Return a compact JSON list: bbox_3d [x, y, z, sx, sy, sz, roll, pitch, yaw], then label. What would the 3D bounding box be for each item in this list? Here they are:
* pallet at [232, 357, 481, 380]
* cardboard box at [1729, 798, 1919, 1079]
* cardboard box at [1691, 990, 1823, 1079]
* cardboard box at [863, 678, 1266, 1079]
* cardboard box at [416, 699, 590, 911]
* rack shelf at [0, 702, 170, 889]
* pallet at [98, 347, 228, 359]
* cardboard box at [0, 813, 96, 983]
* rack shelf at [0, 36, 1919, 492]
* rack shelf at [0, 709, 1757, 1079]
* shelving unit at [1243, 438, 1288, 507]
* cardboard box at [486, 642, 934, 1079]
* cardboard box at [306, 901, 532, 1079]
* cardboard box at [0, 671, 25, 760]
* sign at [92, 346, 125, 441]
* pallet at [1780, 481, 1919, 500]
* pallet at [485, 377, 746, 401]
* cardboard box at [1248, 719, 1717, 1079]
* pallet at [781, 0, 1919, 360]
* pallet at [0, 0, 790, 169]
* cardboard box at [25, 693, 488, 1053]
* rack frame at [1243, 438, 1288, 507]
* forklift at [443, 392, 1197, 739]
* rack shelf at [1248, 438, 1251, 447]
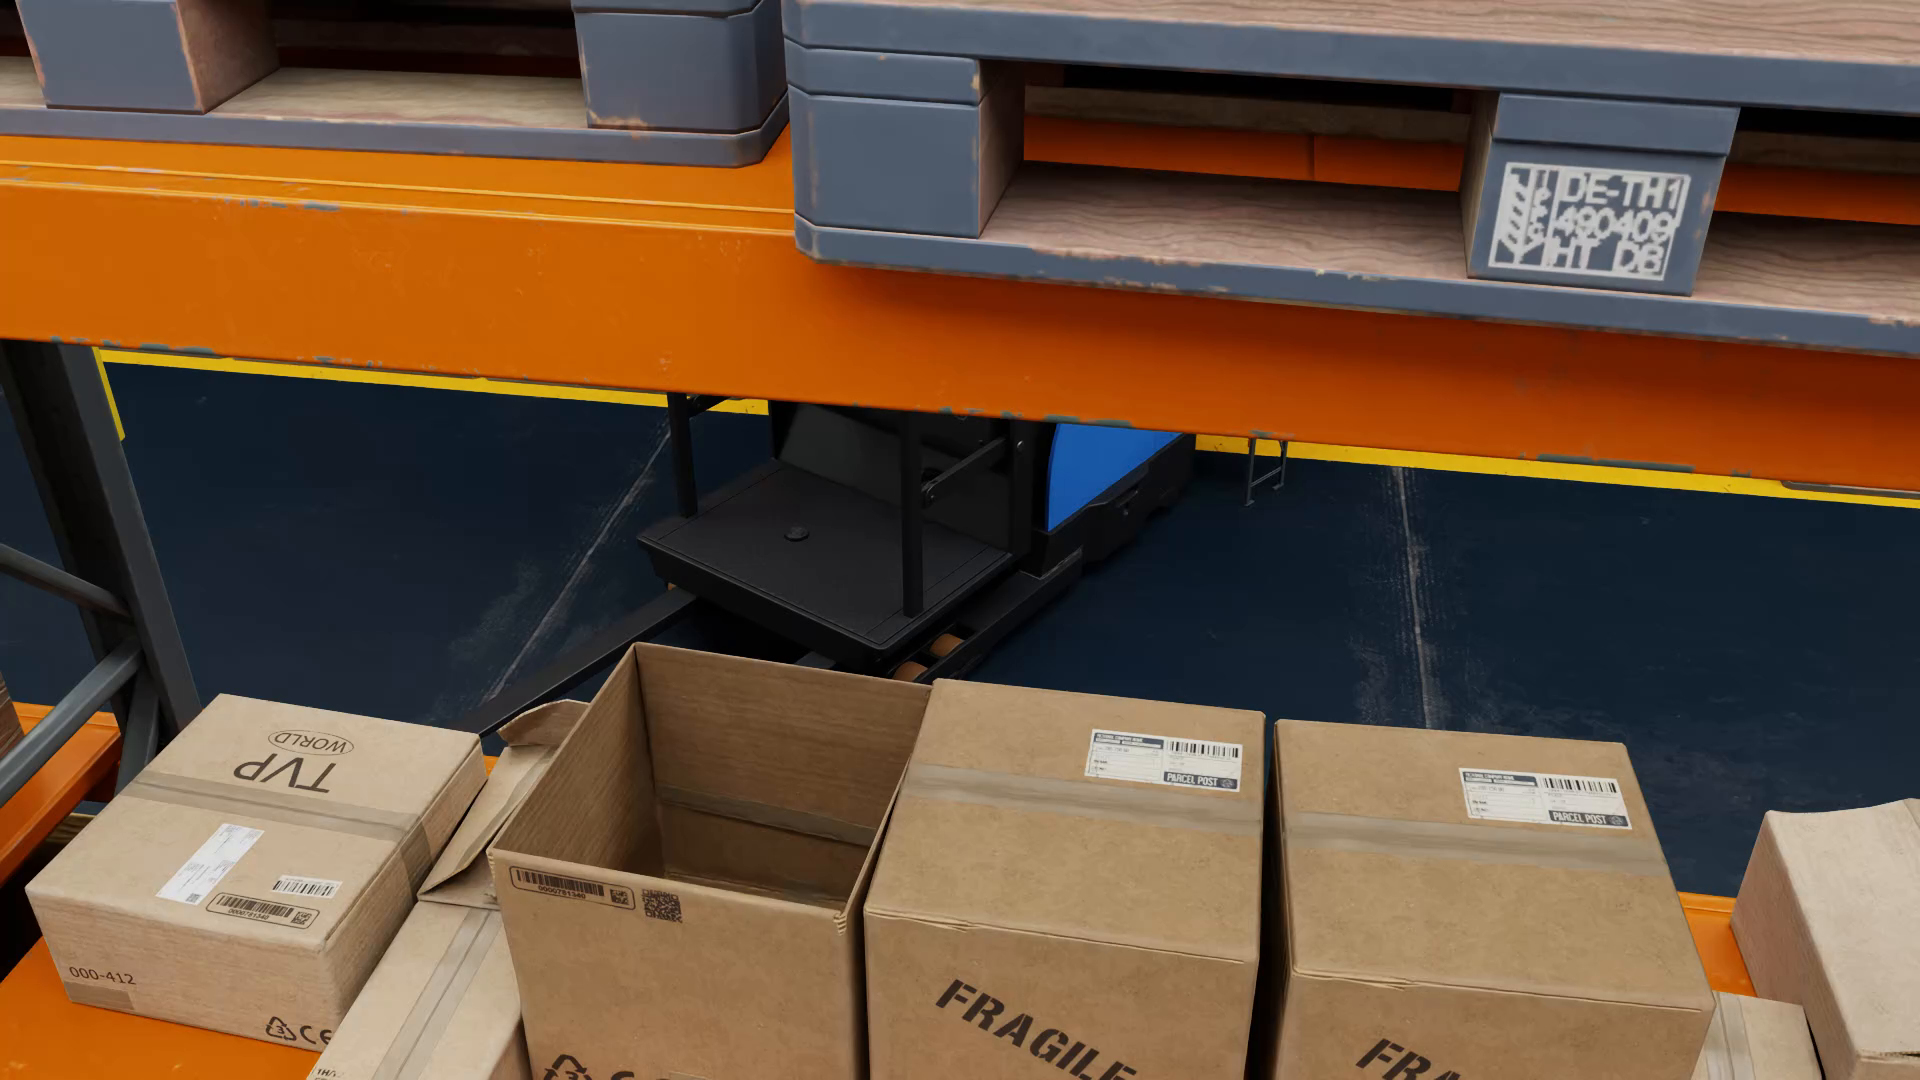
[{"bbox_3d":[-2.648,-1.114,7.831,1.213,0.211,1.003,5,32,8],"label":"pallet"},{"bbox_3d":[1.491,0.658,2.456,0.500,0.311,0.500,5,32,8],"label":"cardboard box"},{"bbox_3d":[1.073,0.823,2.345,0.250,0.149,0.380,8,33,12],"label":"cardboard box"},{"bbox_3d":[0.164,0.570,2.418,0.500,0.500,0.500,5,32,8],"label":"cardboard box"},{"bbox_3d":[-0.706,0.483,2.777,0.258,0.266,0.396,4,32,7],"label":"cardboard box"},{"bbox_3d":[-3.575,0.570,3.190,4.000,0.370,1.077,5,32,8],"label":"rack shelf"},{"bbox_3d":[-3.847,-1.225,8.007,1.213,0.211,1.003,5,32,8],"label":"pallet"},{"bbox_3d":[-2.008,0.908,3.461,0.500,0.500,0.500,5,32,8],"label":"cardboard box"},{"bbox_3d":[0.368,-0.344,1.824,4.000,0.370,1.077,5,32,8],"label":"rack shelf"},{"bbox_3d":[0.368,0.927,2.619,4.000,0.370,1.077,5,32,8],"label":"rack shelf"},{"bbox_3d":[1.020,-0.776,6.358,0.258,1.200,0.503,-27,41,-36],"label":"shelving unit"},{"bbox_3d":[-0.330,0.526,2.489,0.500,0.500,0.500,7,33,12],"label":"cardboard box"},{"bbox_3d":[-0.764,0.736,2.483,0.250,0.149,0.380,5,32,8],"label":"cardboard box"},{"bbox_3d":[-2.042,0.365,2.745,0.500,0.500,0.700,4,32,7],"label":"cardboard box"},{"bbox_3d":[-1.521,-0.298,2.882,0.005,0.325,0.100,5,32,8],"label":"sign"},{"bbox_3d":[3.934,-0.498,6.847,1.213,0.211,1.003,5,32,8],"label":"pallet"},{"bbox_3d":[-1.441,-1.007,7.659,1.213,0.211,1.003,5,32,8],"label":"pallet"},{"bbox_3d":[0.683,0.617,2.342,0.500,0.500,0.500,3,32,6],"label":"cardboard box"},{"bbox_3d":[0.553,-0.503,1.577,1.213,0.211,1.003,7,33,10],"label":"pallet"},{"bbox_3d":[-0.732,-0.675,1.854,1.217,0.209,0.805,4,32,6],"label":"pallet"},{"bbox_3d":[-1.110,0.529,2.720,0.500,0.250,0.500,7,33,11],"label":"cardboard box"},{"bbox_3d":[1.191,-0.683,6.210,0.240,1.200,0.015,-27,41,-36],"label":"rack frame"},{"bbox_3d":[-0.379,-0.979,5.051,1.130,2.935,3.031,22,38,31],"label":"forklift"},{"bbox_3d":[1.020,-0.550,6.499,0.258,0.148,0.480,-27,41,-36],"label":"rack shelf"}]
